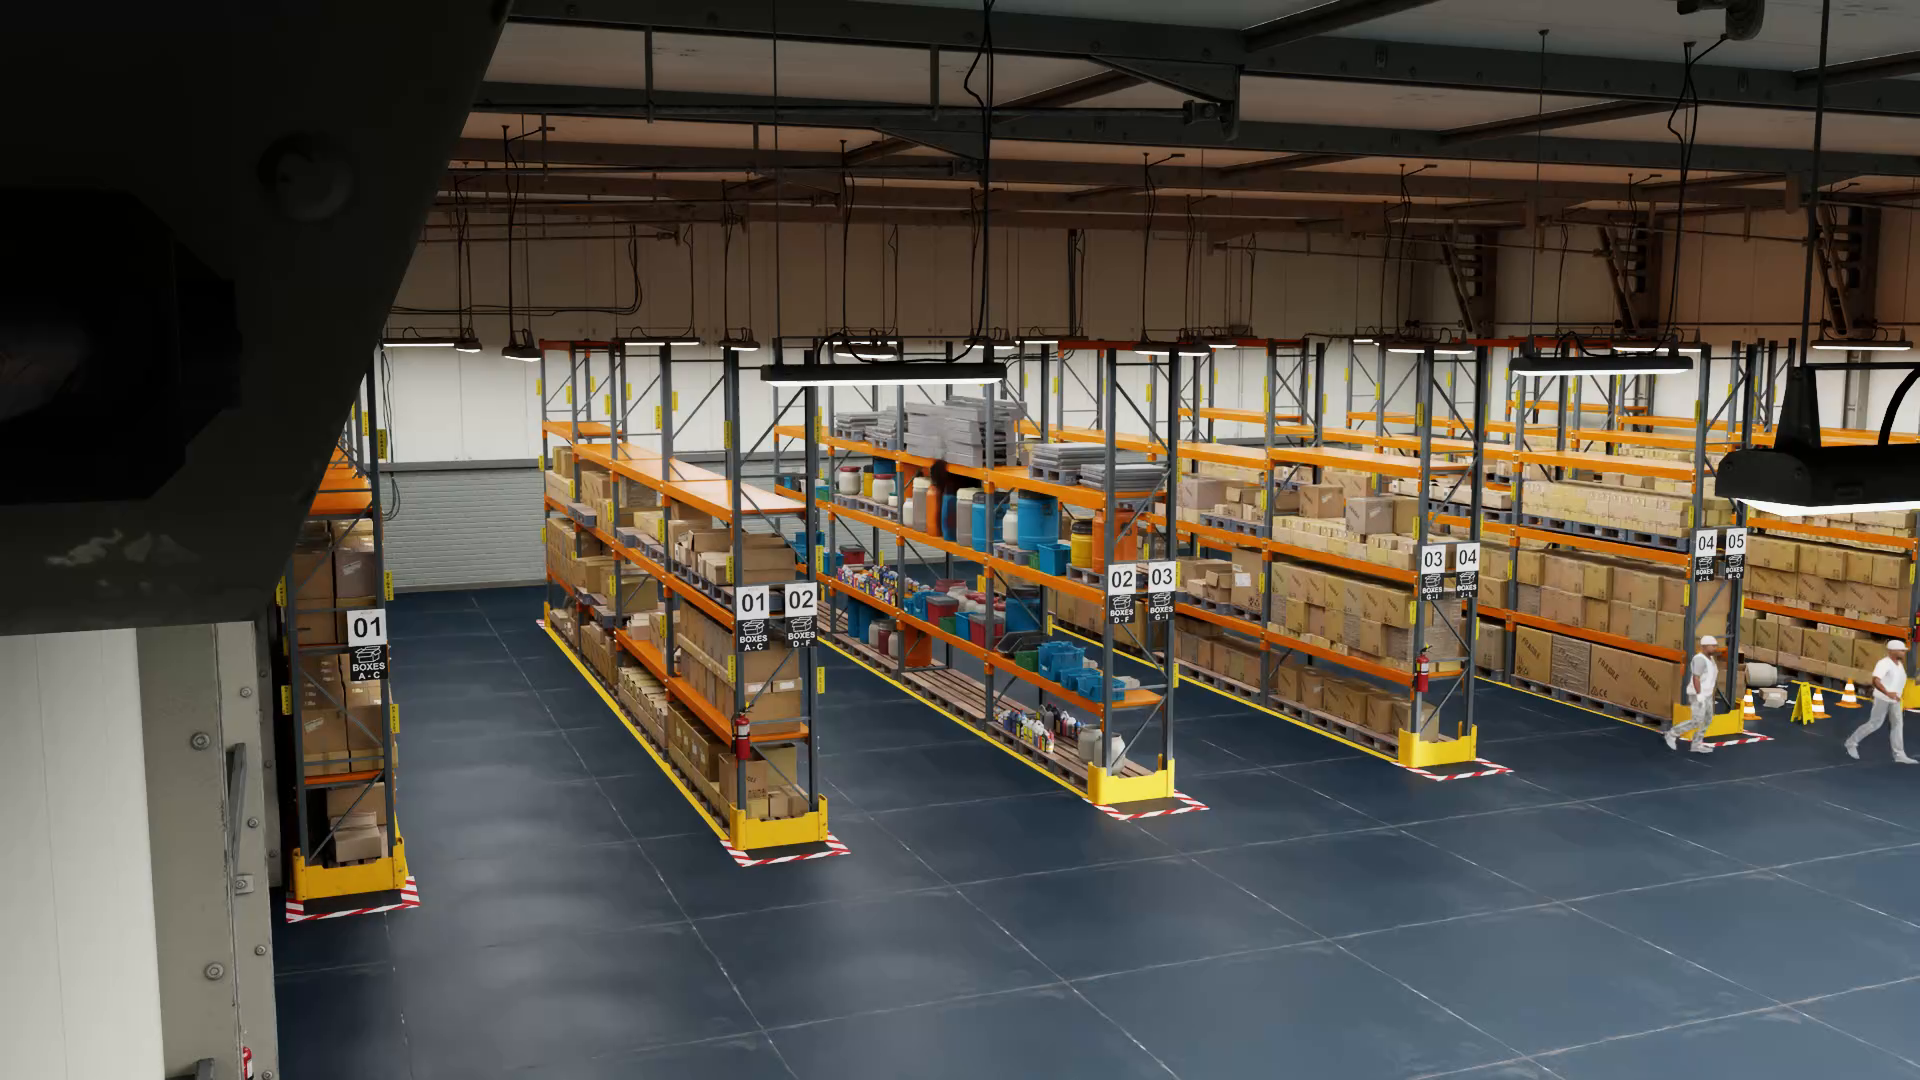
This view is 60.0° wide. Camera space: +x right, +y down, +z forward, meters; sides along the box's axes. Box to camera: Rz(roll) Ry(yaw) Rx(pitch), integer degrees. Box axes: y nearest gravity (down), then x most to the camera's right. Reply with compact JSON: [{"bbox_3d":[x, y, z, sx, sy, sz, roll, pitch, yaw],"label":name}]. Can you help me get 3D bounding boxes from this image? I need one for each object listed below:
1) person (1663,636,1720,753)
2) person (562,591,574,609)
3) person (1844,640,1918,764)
[{"bbox_3d":[10.800,2.277,24.530,0.629,1.755,0.735,6,10,39],"label":"person"},{"bbox_3d":[-8.413,0.829,36.025,0.608,1.665,0.738,1,7,5],"label":"person"},{"bbox_3d":[13.410,2.311,24.013,0.737,1.743,0.949,-6,10,-39],"label":"person"}]
